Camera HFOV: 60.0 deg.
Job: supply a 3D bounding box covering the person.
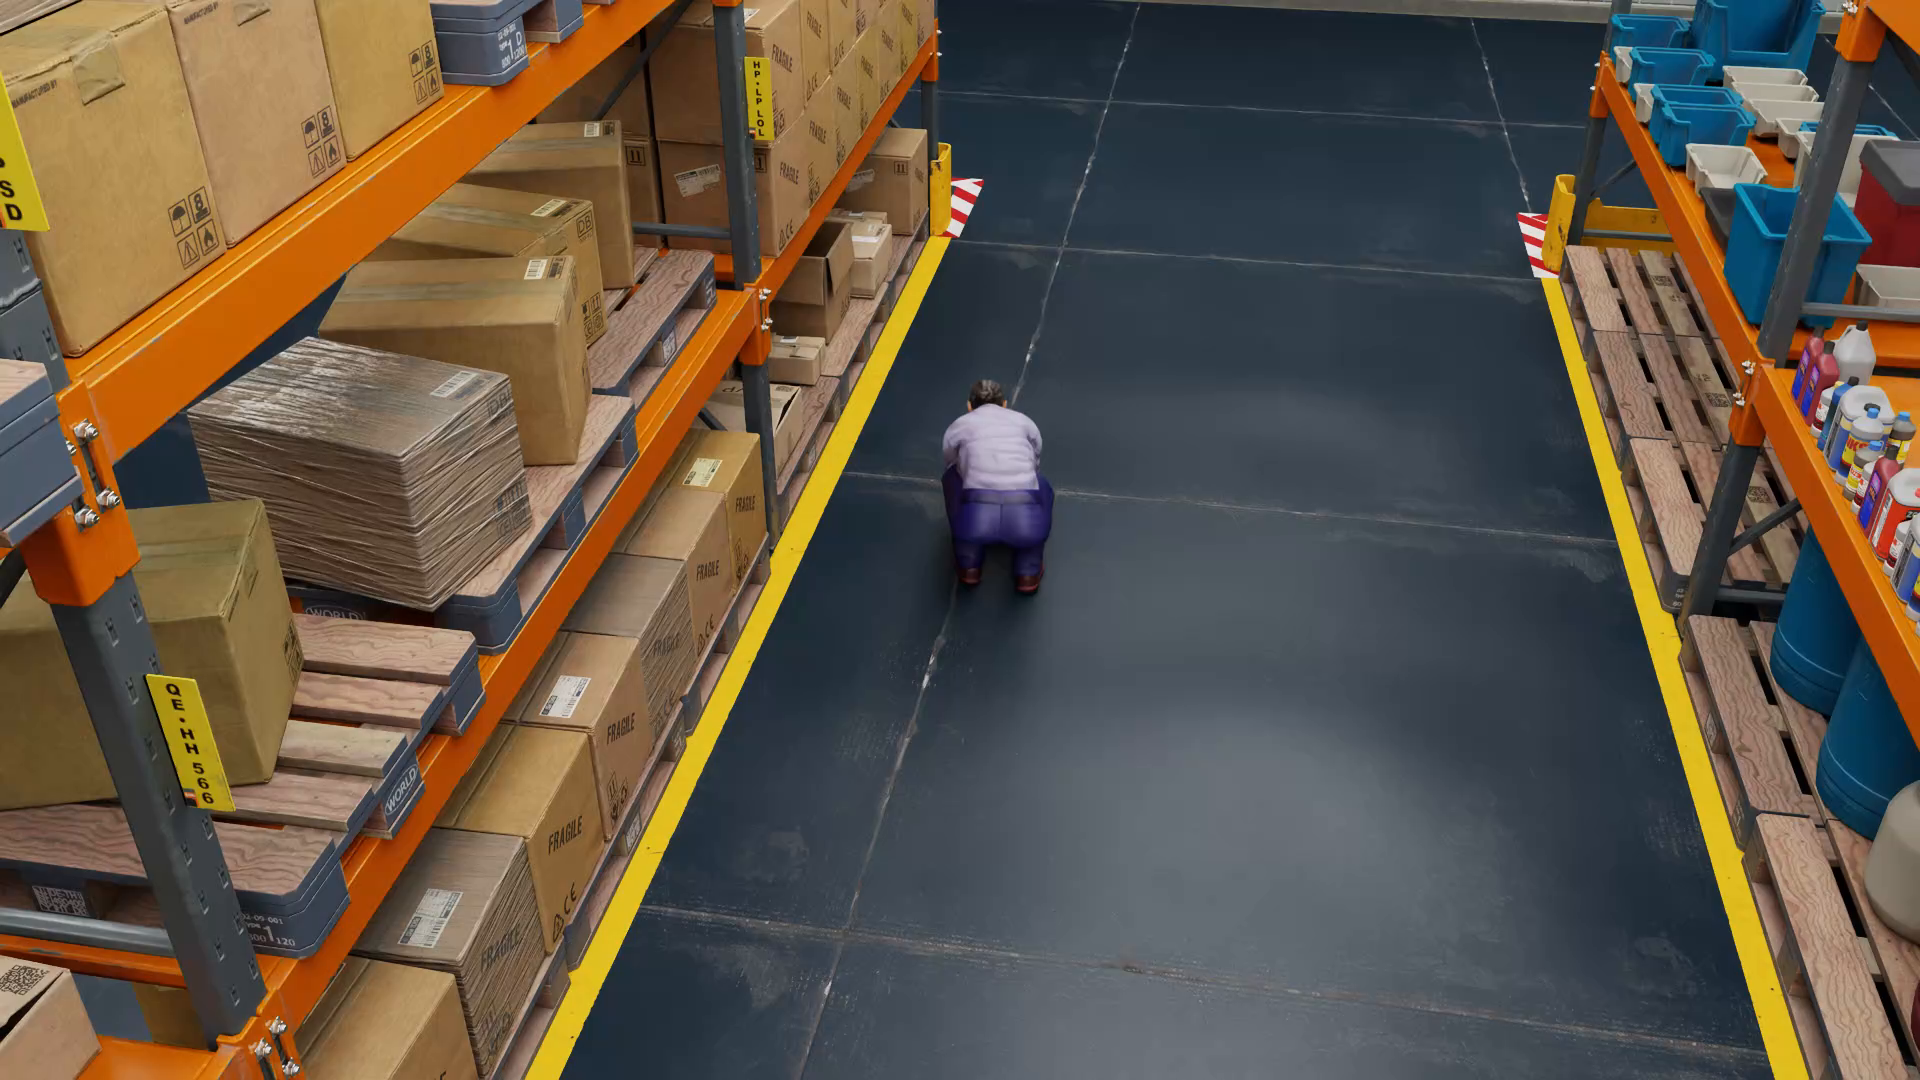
[{"bbox_3d":[0.167,-0.199,7.366,0.508,0.807,0.854,1,33,1],"label":"person"}]
